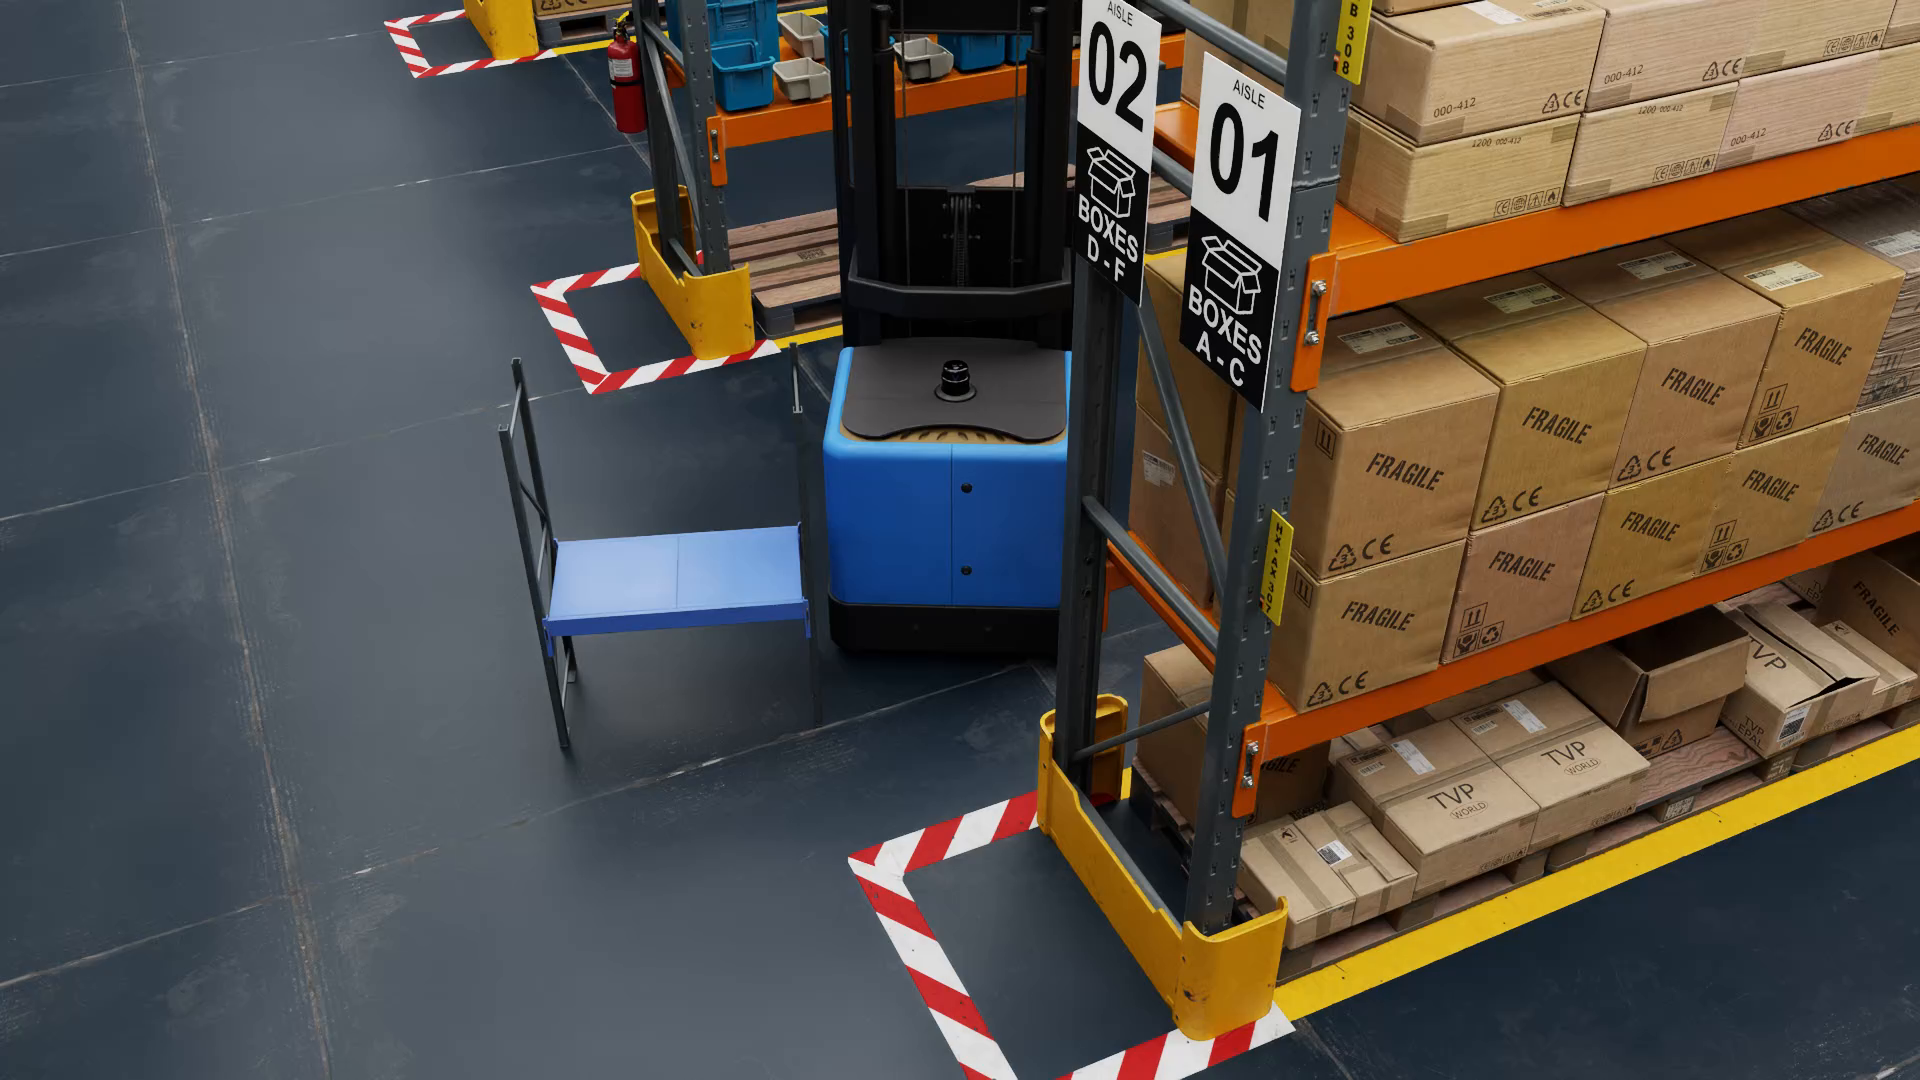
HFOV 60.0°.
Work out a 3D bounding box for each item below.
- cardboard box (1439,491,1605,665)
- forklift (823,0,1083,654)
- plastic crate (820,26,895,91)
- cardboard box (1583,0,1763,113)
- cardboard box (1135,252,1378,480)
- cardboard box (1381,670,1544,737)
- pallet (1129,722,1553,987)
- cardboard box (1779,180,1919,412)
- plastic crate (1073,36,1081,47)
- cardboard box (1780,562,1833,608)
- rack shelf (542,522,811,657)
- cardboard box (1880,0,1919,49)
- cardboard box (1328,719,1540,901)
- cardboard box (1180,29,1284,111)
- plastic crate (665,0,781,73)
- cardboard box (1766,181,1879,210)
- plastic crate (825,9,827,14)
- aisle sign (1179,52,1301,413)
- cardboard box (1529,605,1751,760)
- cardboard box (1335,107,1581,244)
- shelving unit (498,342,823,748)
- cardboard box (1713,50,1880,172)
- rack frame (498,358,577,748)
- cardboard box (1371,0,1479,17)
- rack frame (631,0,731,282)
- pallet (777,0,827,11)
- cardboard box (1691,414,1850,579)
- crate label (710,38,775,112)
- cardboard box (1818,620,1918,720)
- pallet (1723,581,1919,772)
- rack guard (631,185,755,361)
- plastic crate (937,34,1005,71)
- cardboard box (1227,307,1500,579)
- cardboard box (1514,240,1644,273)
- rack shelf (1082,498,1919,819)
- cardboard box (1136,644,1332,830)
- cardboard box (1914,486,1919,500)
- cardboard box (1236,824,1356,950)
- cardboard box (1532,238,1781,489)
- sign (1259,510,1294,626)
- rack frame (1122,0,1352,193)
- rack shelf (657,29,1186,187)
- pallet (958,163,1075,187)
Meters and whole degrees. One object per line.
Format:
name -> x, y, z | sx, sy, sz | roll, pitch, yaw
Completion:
cardboard box -> 1.583, -0.014, 5.167 | 0.500, 0.500, 0.500 | -16, 39, -20
forklift -> 0.023, -1.551, 7.380 | 1.130, 2.935, 3.031 | 1, 37, 2
plastic crate -> -0.538, -2.551, 8.761 | 0.300, 0.233, 0.416 | -16, 39, -20
cardboard box -> 1.635, -1.328, 4.211 | 0.500, 0.250, 0.500 | -16, 39, -20
cardboard box -> 0.890, -0.573, 5.081 | 0.500, 0.500, 0.500 | -16, 39, -20
cardboard box -> 1.864, 0.563, 6.412 | 0.500, 0.250, 0.500 | -16, 39, -20
pallet -> 1.394, 1.029, 6.186 | 1.213, 0.211, 1.003 | -16, 39, -20
cardboard box -> 2.958, -0.798, 5.385 | 0.500, 0.500, 0.500 | -15, 39, -20
plastic crate -> 0.675, -2.870, 9.273 | 0.466, 0.136, 0.293 | -16, 39, -20
cardboard box -> 3.753, 0.010, 7.106 | 0.500, 0.311, 0.500 | -16, 39, -20
rack shelf -> -1.103, 0.187, 6.541 | 1.000, 0.185, 0.538 | -4, 37, -5
cardboard box -> 2.540, -1.582, 4.554 | 0.500, 0.250, 0.500 | -16, 39, -20
cardboard box -> 1.669, 0.946, 5.895 | 0.500, 0.250, 0.500 | -16, 39, -20
cardboard box -> 0.957, -1.287, 4.575 | 0.500, 0.250, 0.500 | -16, 39, -20
plastic crate -> -1.273, -2.766, 8.881 | 0.499, 0.435, 0.616 | -16, 39, -20
cardboard box -> 2.747, -1.096, 5.787 | 0.500, 0.500, 0.500 | -17, 40, -21
plastic crate -> -0.567, -2.830, 9.219 | 0.243, 0.136, 0.396 | -16, 39, -20
aisle sign -> 0.667, -0.739, 4.046 | 0.004, 0.787, 0.394 | -16, 39, -20
cardboard box -> 2.526, 0.422, 6.390 | 0.637, 0.503, 0.797 | -16, 39, -20
cardboard box -> 1.177, -1.007, 4.198 | 0.500, 0.250, 0.500 | -16, 39, -20
shelving unit -> -1.103, 0.042, 6.434 | 1.048, 1.500, 0.538 | -4, 37, -5
cardboard box -> 2.087, -1.255, 4.531 | 0.500, 0.250, 0.500 | -16, 39, -20
rack frame -> -1.608, 0.077, 6.387 | 0.032, 1.500, 0.500 | -4, 37, -5
cardboard box -> 1.062, -1.655, 4.023 | 0.500, 0.500, 0.700 | -16, 39, -20
rack frame -> -1.497, -2.542, 8.660 | 0.127, 3.000, 1.000 | -16, 39, -20
pallet -> -1.808, -4.644, 13.835 | 1.213, 0.211, 1.003 | -16, 39, -20
cardboard box -> 2.491, -0.265, 5.505 | 0.500, 0.500, 0.500 | -15, 39, -19
crate label -> -1.134, -2.384, 8.536 | 0.303, 0.233, 0.416 | -16, 39, -20
cardboard box -> 3.516, 0.510, 6.568 | 0.250, 0.149, 0.380 | -16, 39, -20
pallet -> 3.603, 0.411, 7.019 | 1.213, 0.211, 1.003 | -16, 39, -20
rack guard -> -1.513, -1.525, 9.387 | 0.348, 0.500, 1.175 | -16, 39, -20
plastic crate -> 0.058, -2.717, 8.986 | 0.300, 0.233, 0.416 | -16, 39, -20
cardboard box -> 1.118, -0.282, 4.689 | 0.500, 0.500, 0.500 | -14, 39, -19
cardboard box -> 1.814, -0.835, 5.434 | 0.500, 0.500, 0.500 | -15, 39, -19
rack shelf -> 2.415, -0.087, 5.954 | 4.000, 0.370, 1.077 | -16, 39, -20
cardboard box -> 0.992, 0.687, 6.035 | 0.500, 0.500, 0.500 | -16, 39, -20
cardboard box -> 3.415, -0.527, 5.858 | 0.500, 0.500, 0.500 | -15, 39, -19
cardboard box -> 1.129, 1.178, 5.668 | 0.250, 0.149, 0.380 | -16, 39, -20
cardboard box -> 2.043, -0.542, 5.040 | 0.500, 0.500, 0.500 | -15, 39, -19
sign -> 0.835, 0.075, 4.404 | 0.005, 0.325, 0.100 | -16, 39, -20
rack frame -> 0.604, -2.280, 3.270 | 0.127, 3.000, 1.000 | -16, 39, -20
rack shelf -> 0.313, -2.760, 9.556 | 4.000, 0.370, 1.077 | -16, 39, -20
pallet -> 0.369, -1.917, 10.157 | 1.213, 0.211, 1.003 | -16, 39, -20
